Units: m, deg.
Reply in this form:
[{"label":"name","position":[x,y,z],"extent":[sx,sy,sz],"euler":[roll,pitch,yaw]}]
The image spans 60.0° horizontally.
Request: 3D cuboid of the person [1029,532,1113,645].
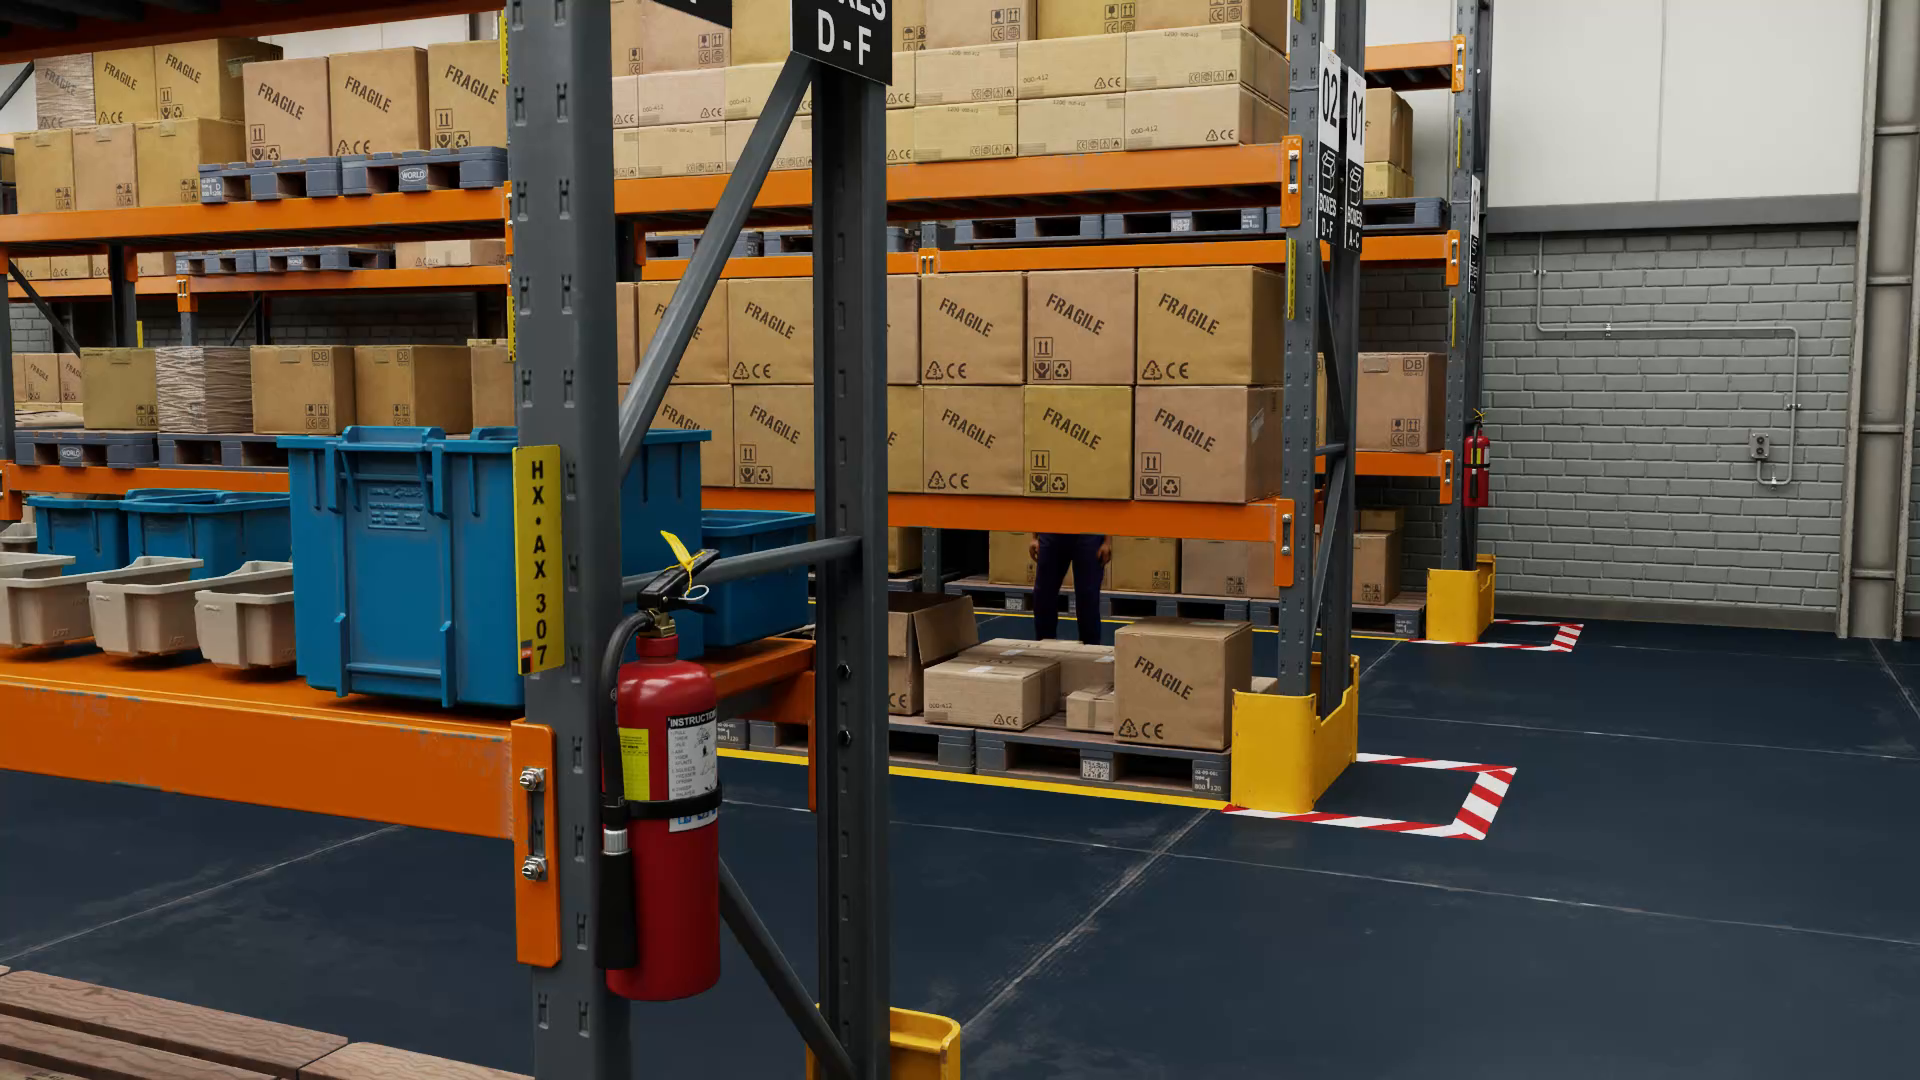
[{"label":"person","position":[0.665,0.022,10.103],"extent":[0.556,1.650,0.369],"euler":[2,6,20]}]
